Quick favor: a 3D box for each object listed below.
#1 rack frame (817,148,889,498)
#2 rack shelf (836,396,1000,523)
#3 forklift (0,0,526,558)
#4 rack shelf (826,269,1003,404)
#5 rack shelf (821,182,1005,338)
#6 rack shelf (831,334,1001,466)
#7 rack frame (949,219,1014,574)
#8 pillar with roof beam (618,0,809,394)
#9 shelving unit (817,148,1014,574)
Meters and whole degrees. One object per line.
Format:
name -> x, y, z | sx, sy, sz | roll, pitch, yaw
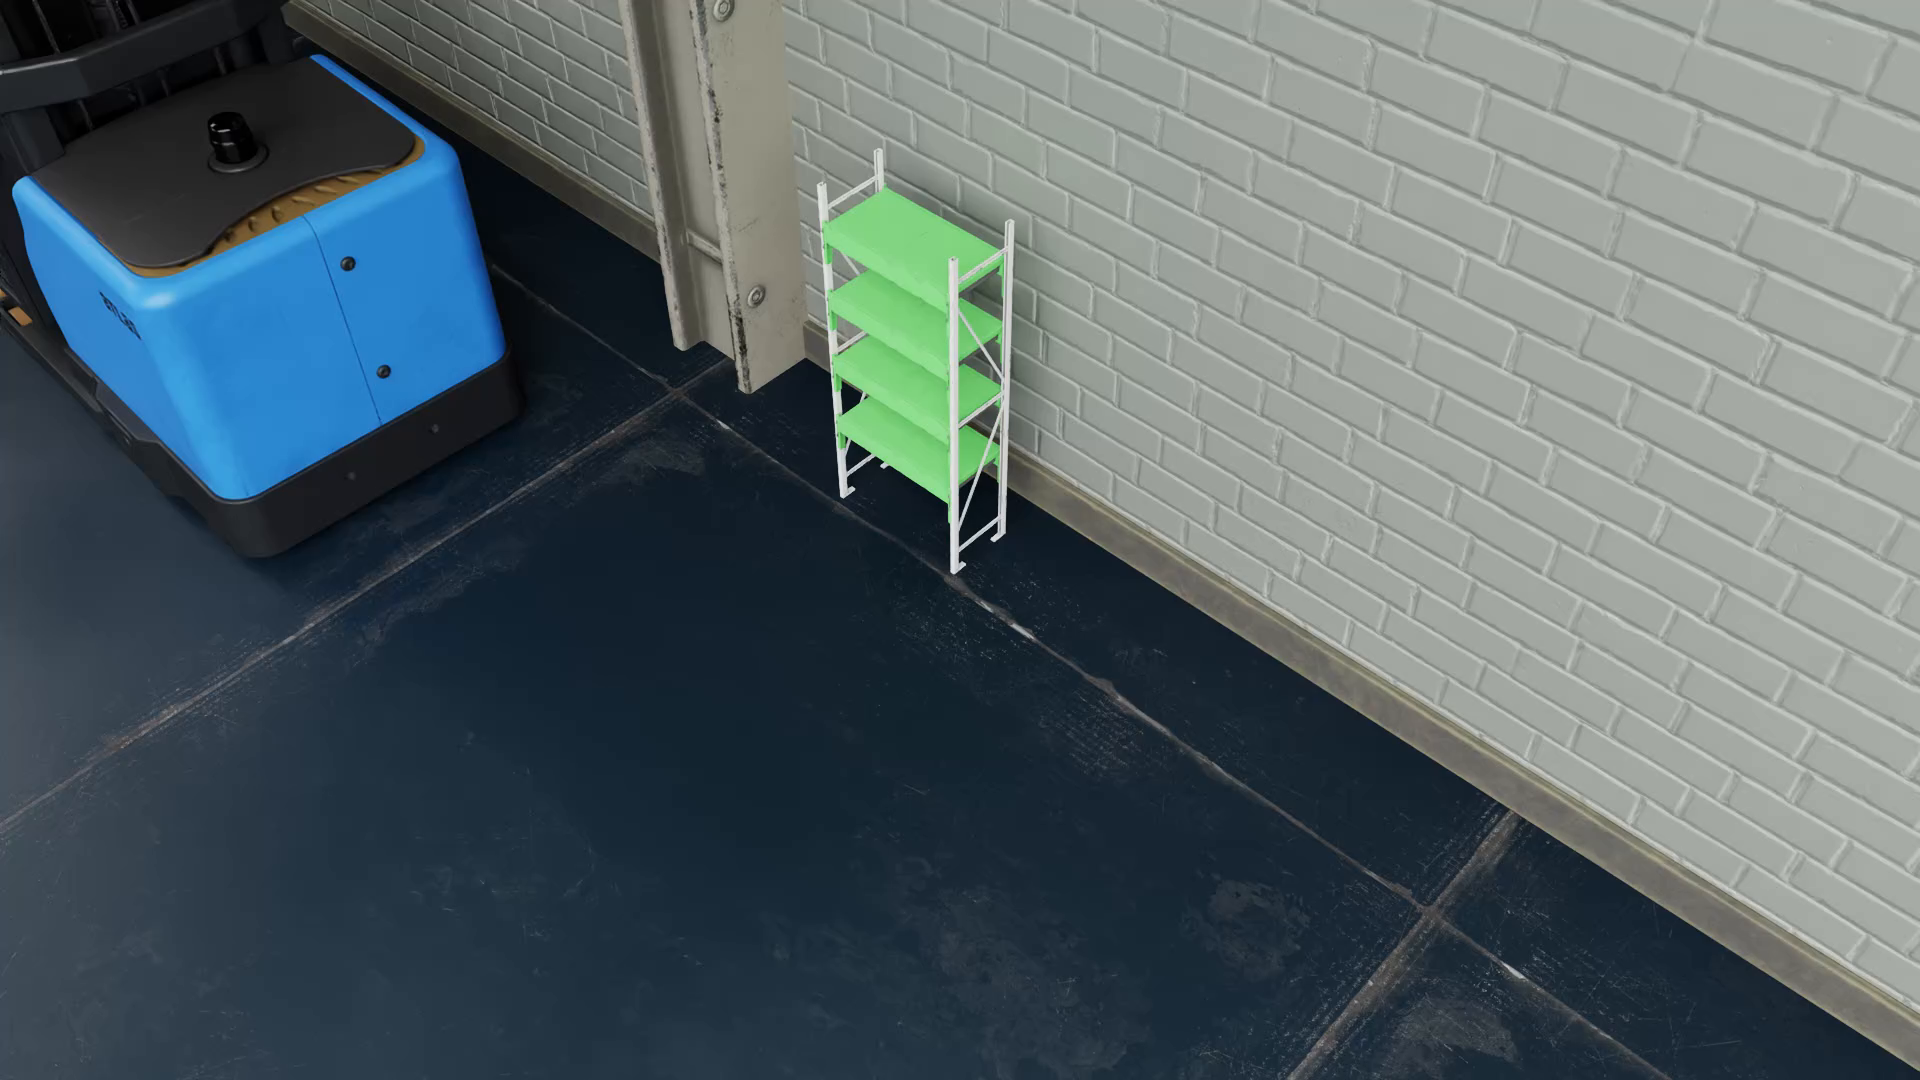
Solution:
rack frame -> -0.301, -0.613, 5.003 | 0.015, 1.200, 0.240 | 34, 55, 28
rack shelf -> -0.122, -0.285, 5.111 | 0.480, 0.148, 0.258 | 34, 55, 28
forklift -> -2.858, -1.914, 5.037 | 3.031, 2.935, 1.130 | 36, 56, 29
rack shelf -> -0.122, -0.613, 4.761 | 0.480, 0.148, 0.258 | 34, 55, 28
rack shelf -> -0.122, -0.777, 4.586 | 0.480, 0.148, 0.258 | 34, 55, 28
rack shelf -> -0.122, -0.449, 4.936 | 0.480, 0.148, 0.258 | 34, 55, 28
rack frame -> 0.058, -0.372, 4.776 | 0.015, 1.200, 0.240 | 34, 55, 28
pillar with roof beam -> -3.689, -1.453, 0.442 | 0.400, 9.000, 9.100 | 34, 55, 28
shelving unit -> -0.122, -0.493, 4.889 | 0.503, 1.200, 0.258 | 34, 55, 28
